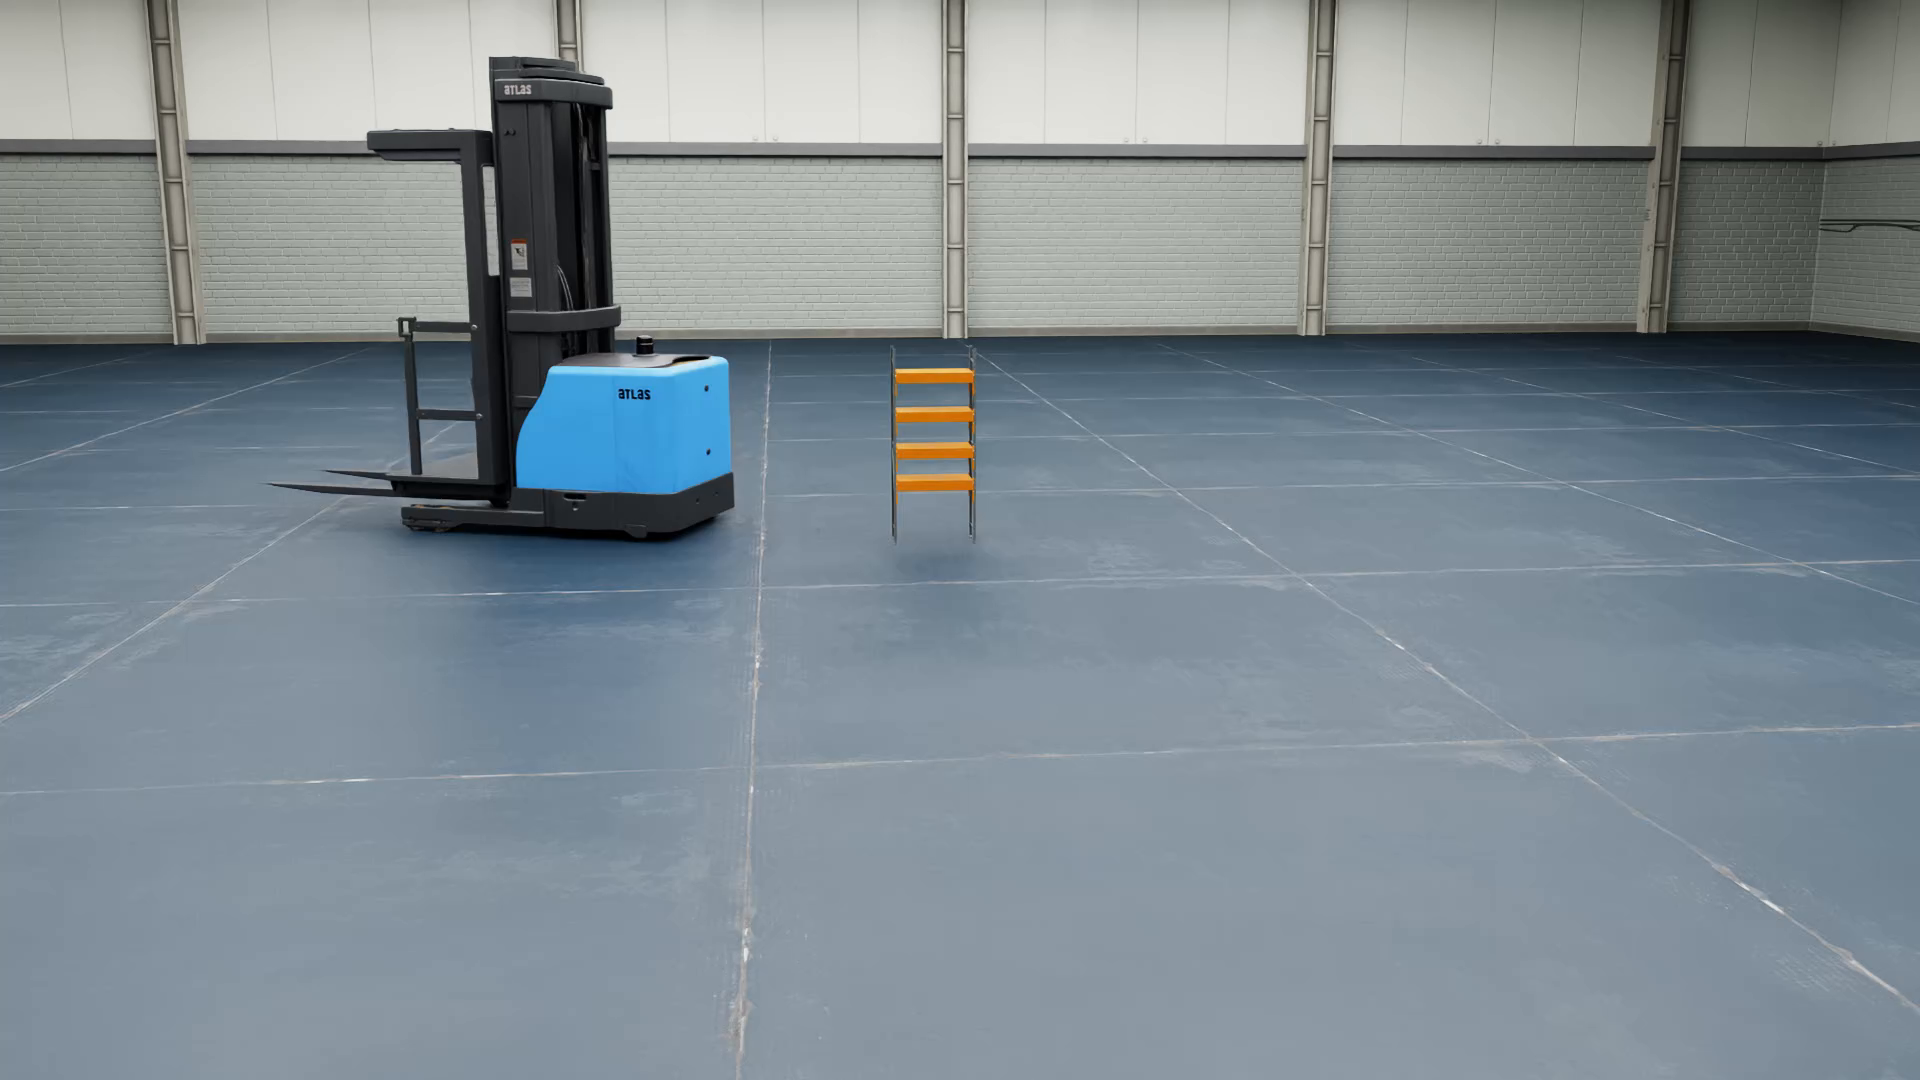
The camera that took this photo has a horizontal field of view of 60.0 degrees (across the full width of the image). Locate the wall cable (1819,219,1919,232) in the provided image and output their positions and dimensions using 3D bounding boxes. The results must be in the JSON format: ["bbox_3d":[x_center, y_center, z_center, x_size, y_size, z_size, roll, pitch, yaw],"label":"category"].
[{"bbox_3d":[14.916,-6.265,26.960,0.112,2.526,3.097,-1,11,-6],"label":"wall cable"}]

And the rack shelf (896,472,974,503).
[{"bbox_3d":[-0.165,-0.324,10.286,0.480,0.148,0.258,-1,11,-6],"label":"rack shelf"}]

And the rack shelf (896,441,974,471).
[{"bbox_3d":[-0.165,-0.519,10.248,0.480,0.148,0.258,-1,11,-6],"label":"rack shelf"}]

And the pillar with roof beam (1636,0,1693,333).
[{"bbox_3d":[12.310,-7.156,23.439,0.400,9.000,9.100,-1,11,-6],"label":"pillar with roof beam"}]

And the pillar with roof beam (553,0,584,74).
[{"bbox_3d":[-5.585,-6.781,21.531,0.400,9.000,9.100,-1,11,-6],"label":"pillar with roof beam"}]

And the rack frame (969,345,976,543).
[{"bbox_3d":[0.078,-0.590,10.261,0.015,1.200,0.240,-1,11,-6],"label":"rack frame"}]

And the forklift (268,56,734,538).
[{"bbox_3d":[-3.084,-1.581,10.813,3.031,2.935,1.130,3,12,15],"label":"forklift"}]

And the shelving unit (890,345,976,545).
[{"bbox_3d":[-0.165,-0.585,10.235,0.503,1.200,0.258,-1,11,-6],"label":"shelving unit"}]

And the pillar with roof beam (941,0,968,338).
[{"bbox_3d":[0.380,-6.906,22.167,0.400,9.000,9.100,-1,11,-6],"label":"pillar with roof beam"}]

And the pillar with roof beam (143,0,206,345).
[{"bbox_3d":[-11.550,-6.656,20.895,0.400,9.000,9.100,-1,11,-6],"label":"pillar with roof beam"}]

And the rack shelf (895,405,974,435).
[{"bbox_3d":[-0.165,-0.739,10.205,0.480,0.148,0.258,-1,11,-6],"label":"rack shelf"}]

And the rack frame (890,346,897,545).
[{"bbox_3d":[-0.407,-0.580,10.209,0.015,1.200,0.240,-1,11,-6],"label":"rack frame"}]

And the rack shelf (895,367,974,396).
[{"bbox_3d":[-0.165,-0.971,10.159,0.480,0.148,0.258,-1,11,-6],"label":"rack shelf"}]

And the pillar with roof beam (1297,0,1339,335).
[{"bbox_3d":[6.345,-7.031,22.803,0.400,9.000,9.100,-1,11,-6],"label":"pillar with roof beam"}]
